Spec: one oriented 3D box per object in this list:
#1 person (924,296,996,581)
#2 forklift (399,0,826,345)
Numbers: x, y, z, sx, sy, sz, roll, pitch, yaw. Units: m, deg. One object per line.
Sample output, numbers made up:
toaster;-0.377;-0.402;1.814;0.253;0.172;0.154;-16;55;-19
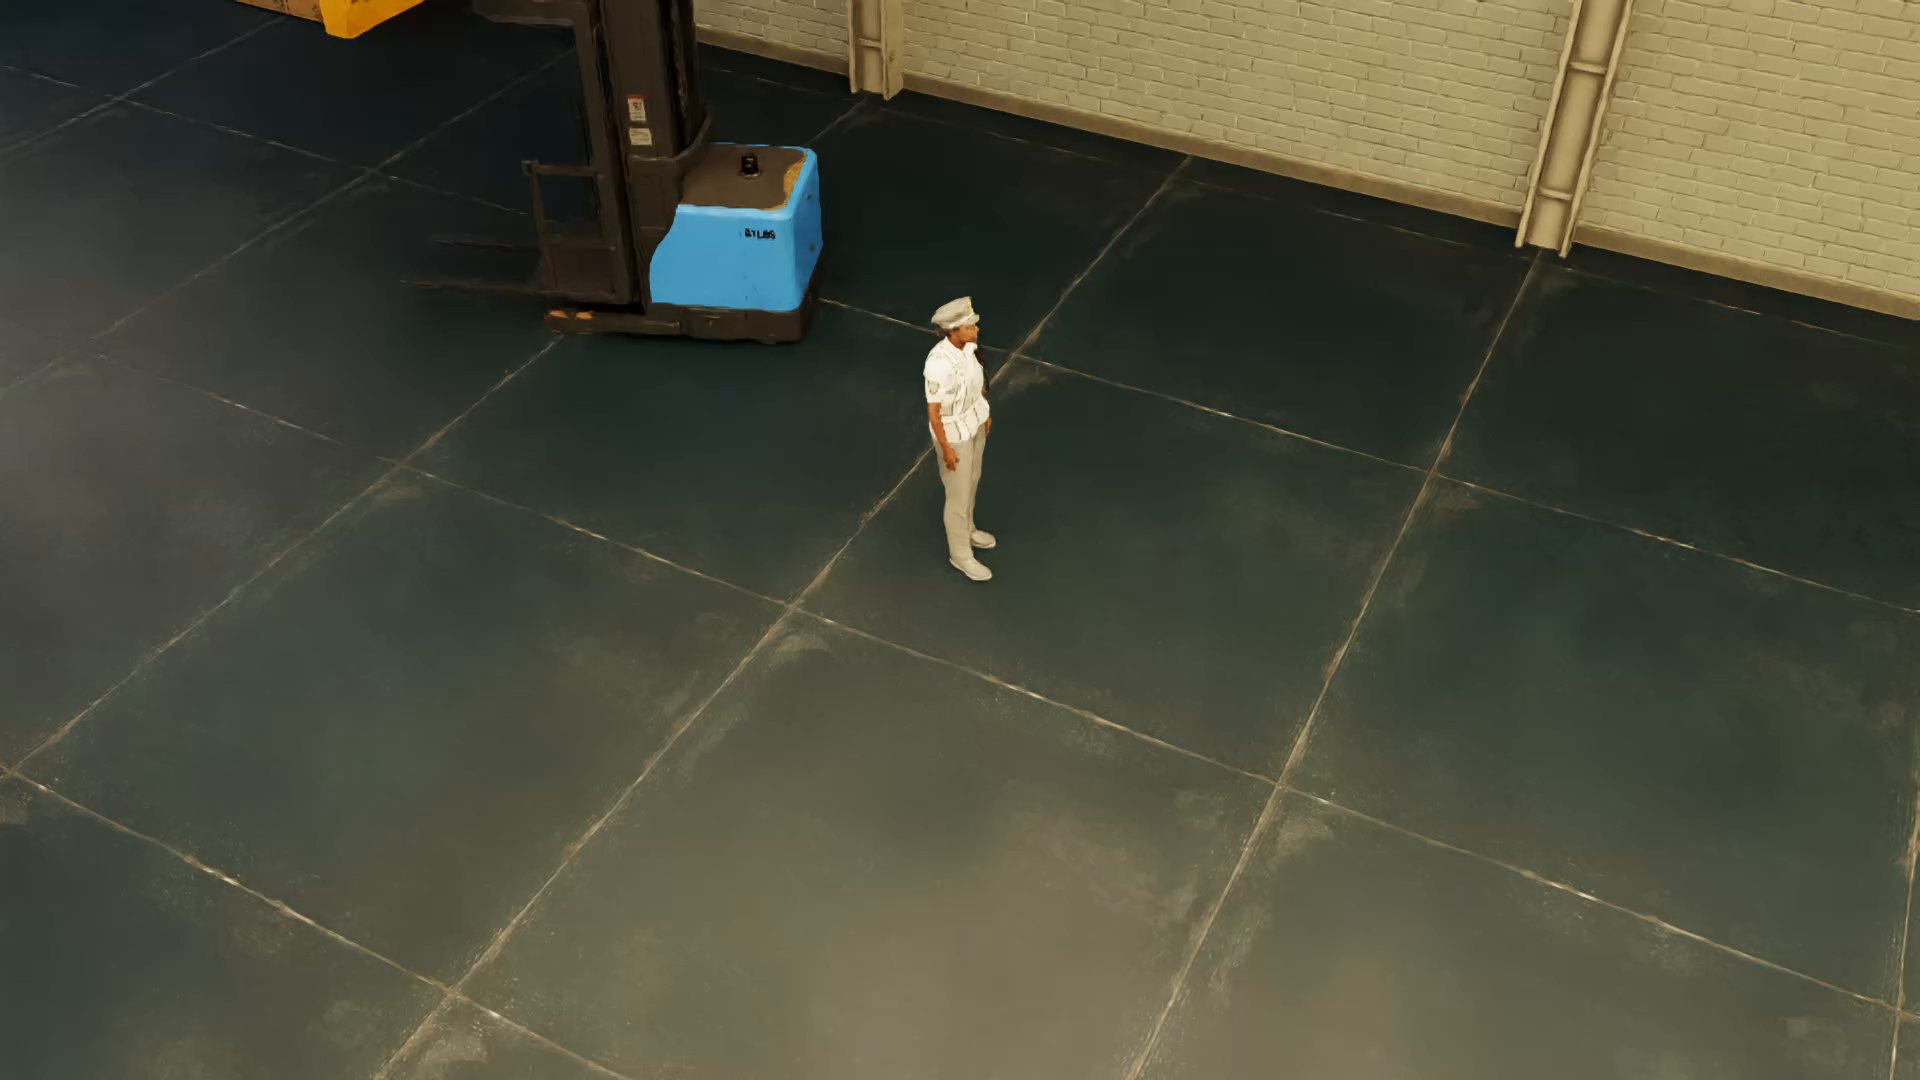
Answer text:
person;0.058;-0.620;9.672;0.529;1.692;0.570;18;43;21
forklift;-2.566;-2.934;11.470;3.031;2.935;1.130;5;40;6
